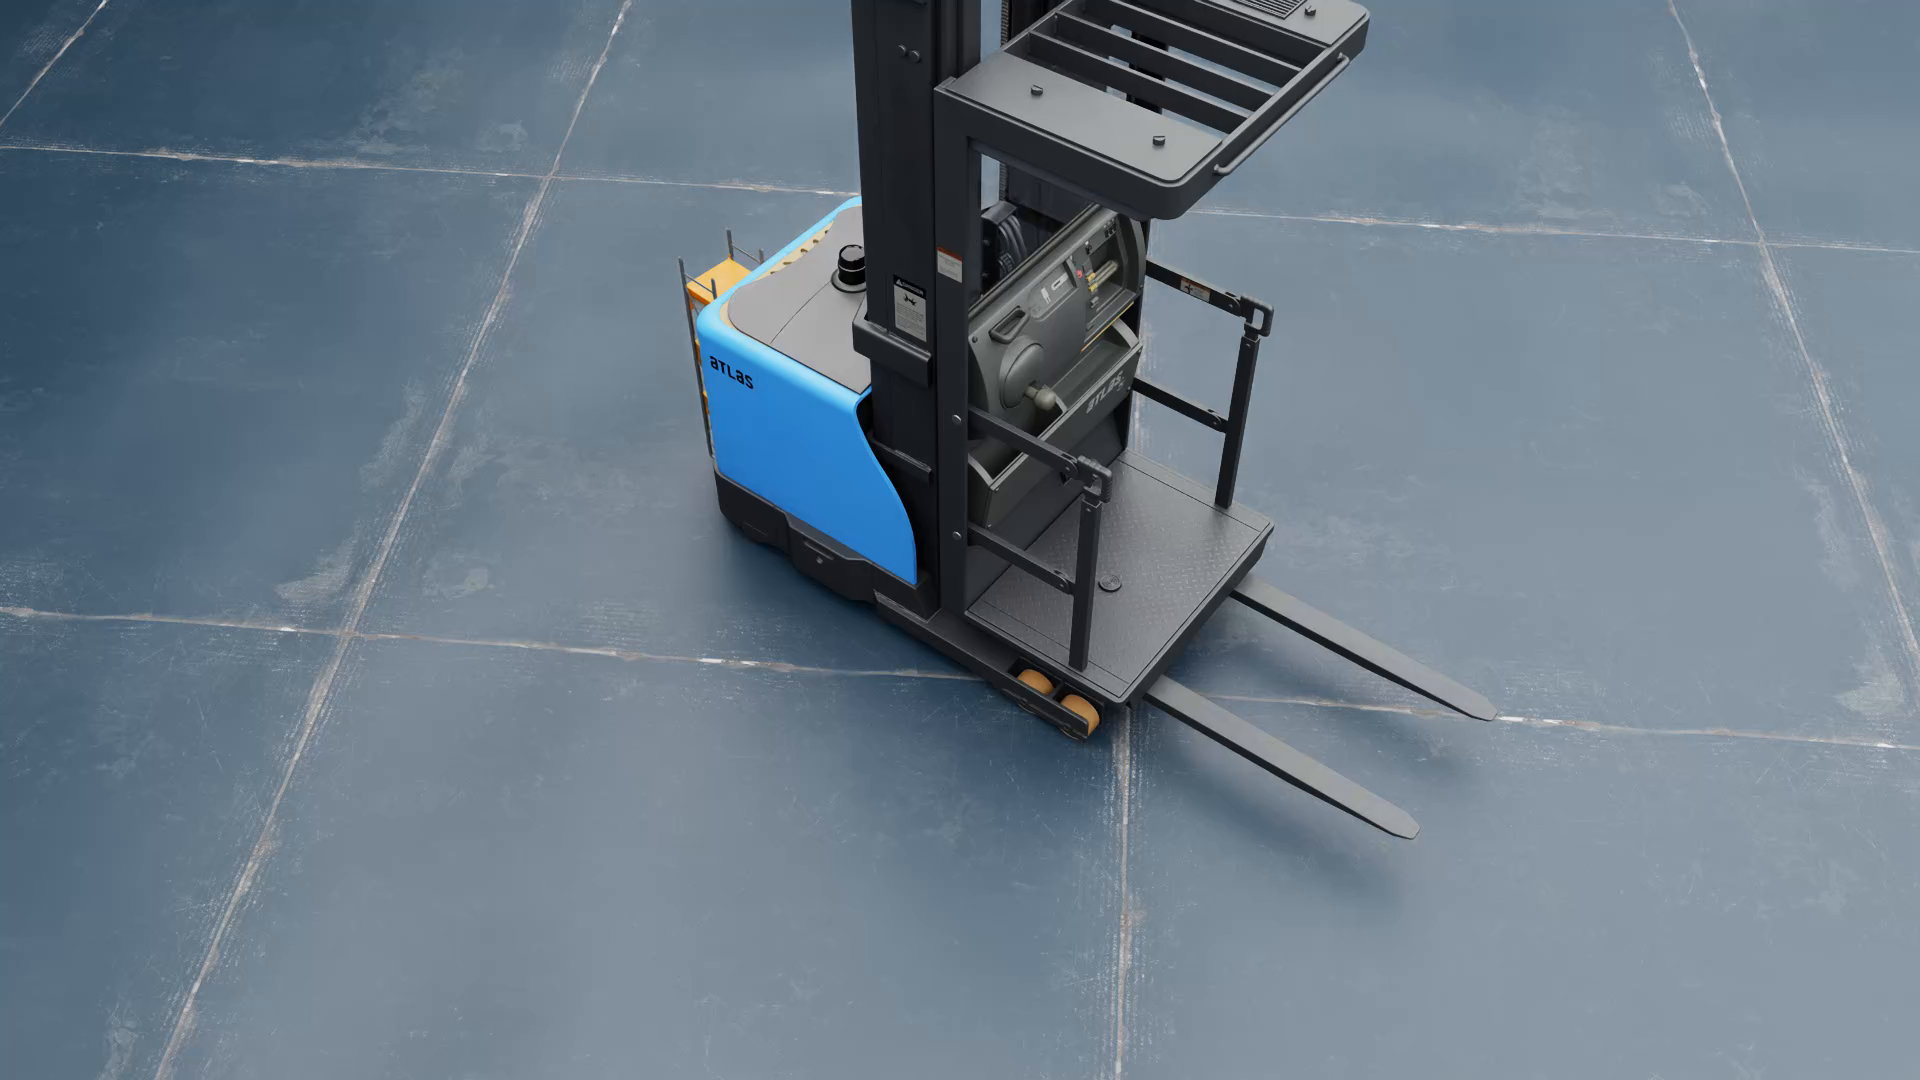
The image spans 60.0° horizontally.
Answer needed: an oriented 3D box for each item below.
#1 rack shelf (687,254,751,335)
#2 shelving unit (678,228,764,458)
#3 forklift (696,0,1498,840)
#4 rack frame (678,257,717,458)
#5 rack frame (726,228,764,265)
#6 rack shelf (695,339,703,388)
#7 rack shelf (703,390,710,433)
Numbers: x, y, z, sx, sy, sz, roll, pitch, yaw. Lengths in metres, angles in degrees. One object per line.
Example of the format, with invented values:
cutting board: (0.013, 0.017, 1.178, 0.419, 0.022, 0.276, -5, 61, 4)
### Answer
rack shelf: (-0.910, -0.920, 6.509, 0.215, 0.259, 0.240, 34, 56, 27)
shelving unit: (-0.910, -0.735, 6.711, 0.215, 1.050, 0.252, 34, 56, 27)
forklift: (0.501, -0.710, 5.414, 3.031, 2.935, 1.130, 29, 54, 24)
rack frame: (-0.993, -0.669, 6.650, 0.200, 1.050, 0.008, 34, 56, 27)
rack frame: (-0.828, -0.802, 6.772, 0.200, 1.050, 0.008, 34, 56, 27)
rack shelf: (-0.910, -0.728, 6.719, 0.215, 0.259, 0.240, 34, 56, 27)
rack shelf: (-0.910, -0.541, 6.924, 0.215, 0.259, 0.240, 34, 56, 27)
